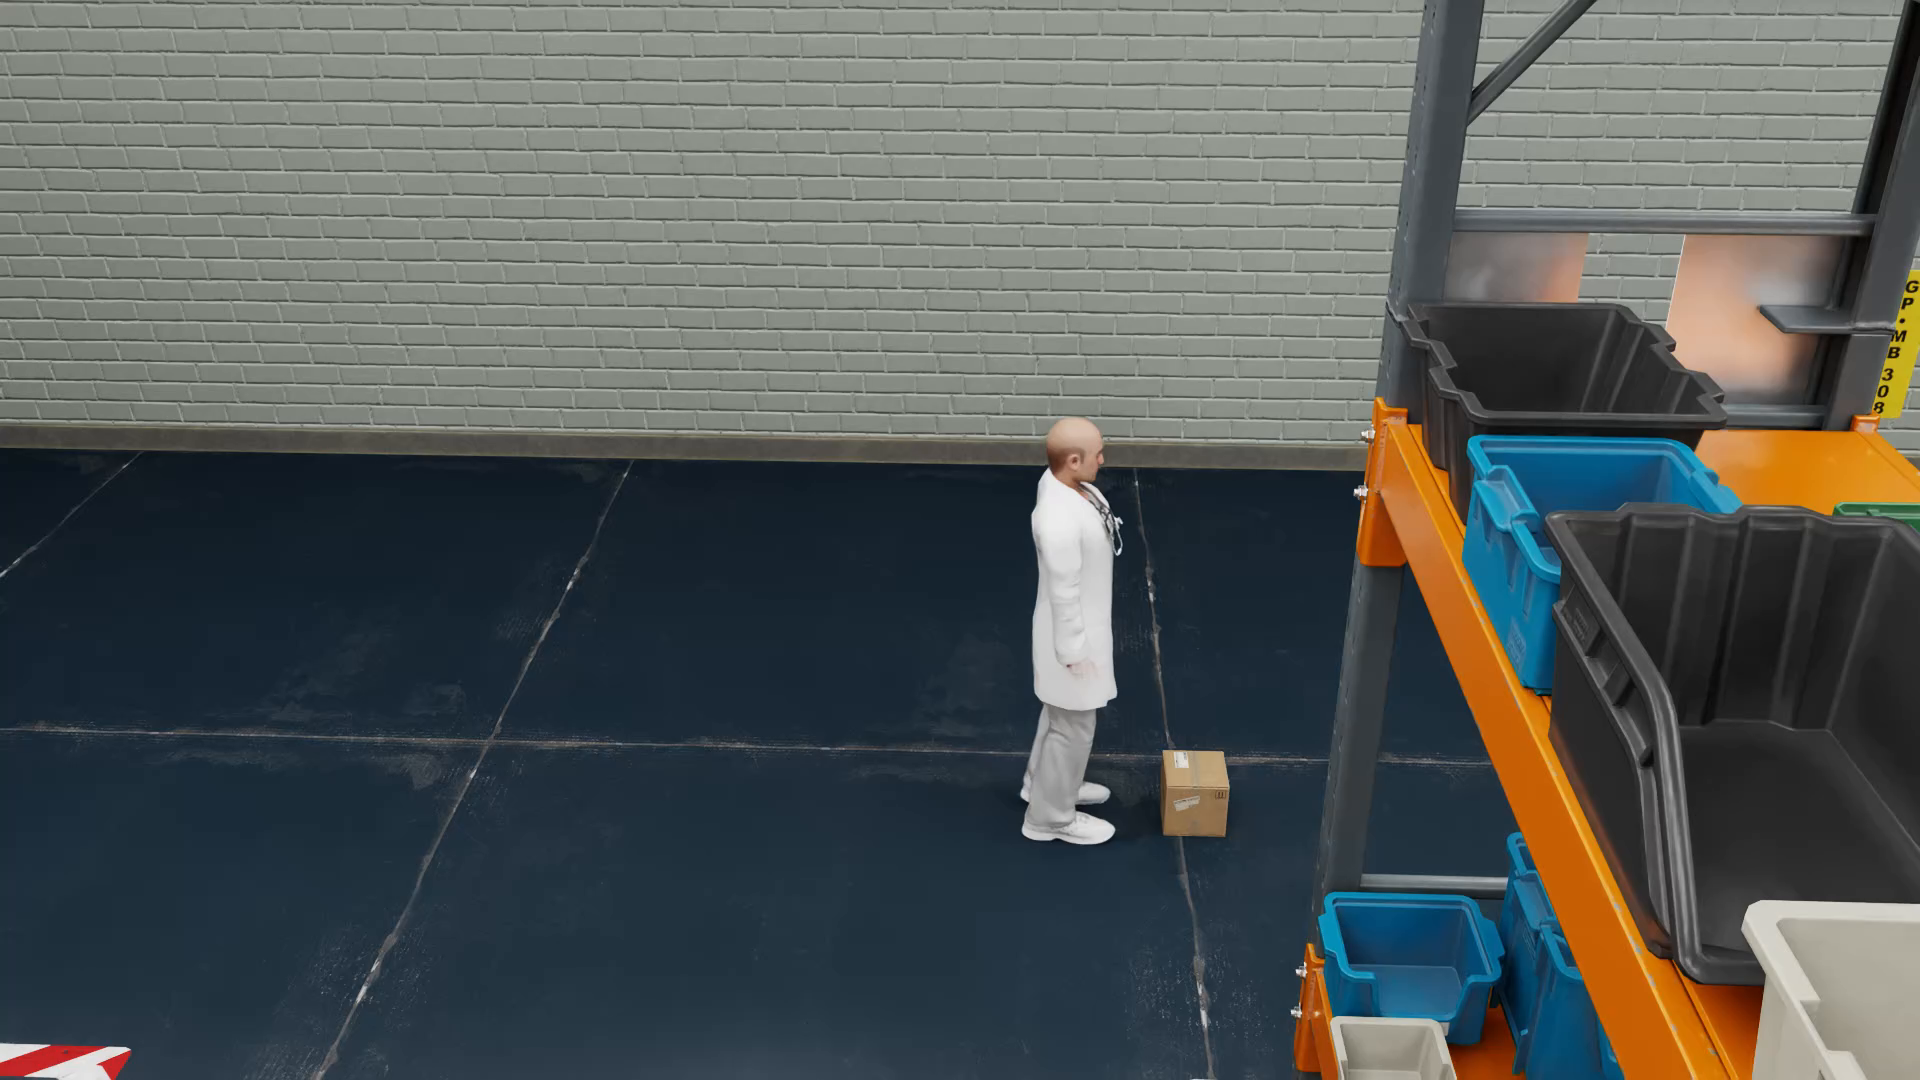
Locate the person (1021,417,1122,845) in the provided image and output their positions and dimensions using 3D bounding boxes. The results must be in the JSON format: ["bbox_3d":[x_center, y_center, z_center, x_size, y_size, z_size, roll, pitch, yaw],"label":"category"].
[{"bbox_3d":[0.442,0.352,6.481,0.388,1.784,0.562,2,28,3],"label":"person"}]
